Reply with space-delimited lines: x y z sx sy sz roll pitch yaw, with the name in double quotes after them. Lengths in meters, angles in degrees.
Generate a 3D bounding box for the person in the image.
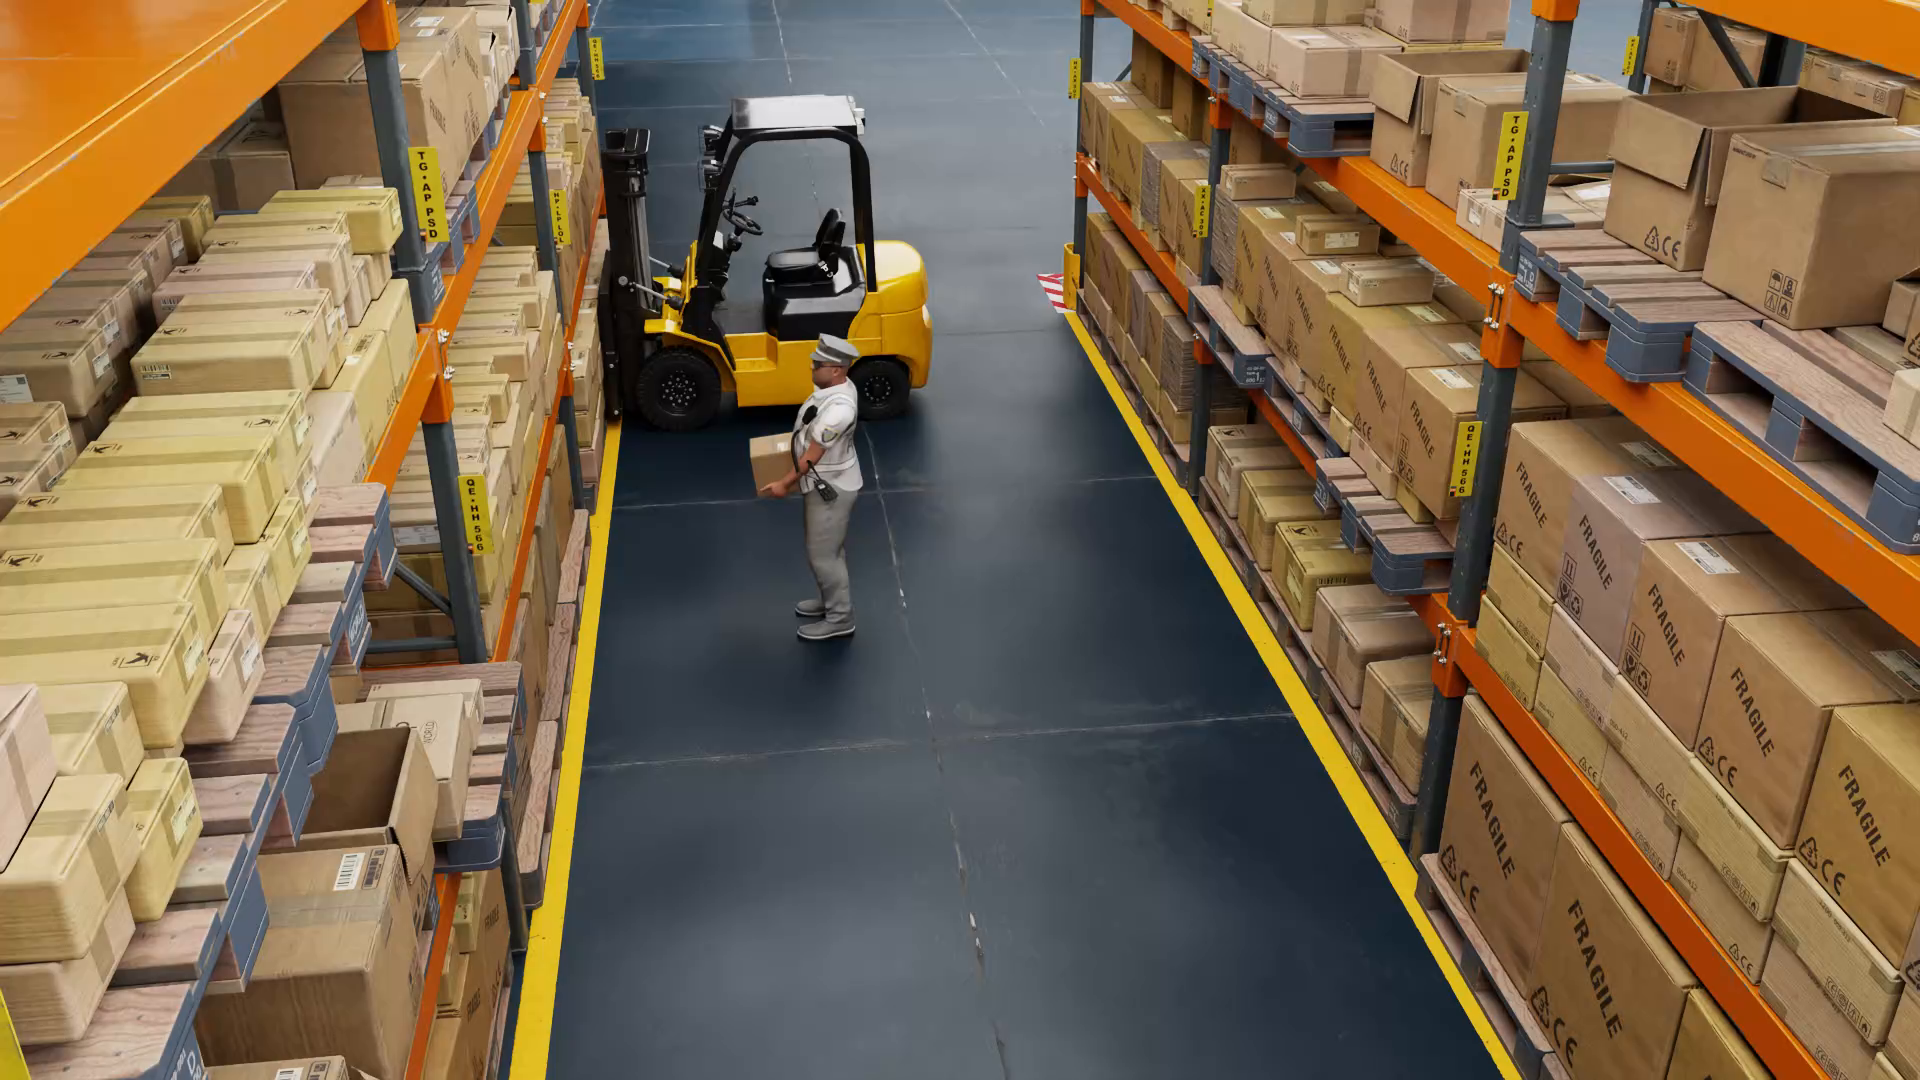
-0.816 -0.299 9.180 0.569 1.766 0.494 -3 27 -6 "person"
